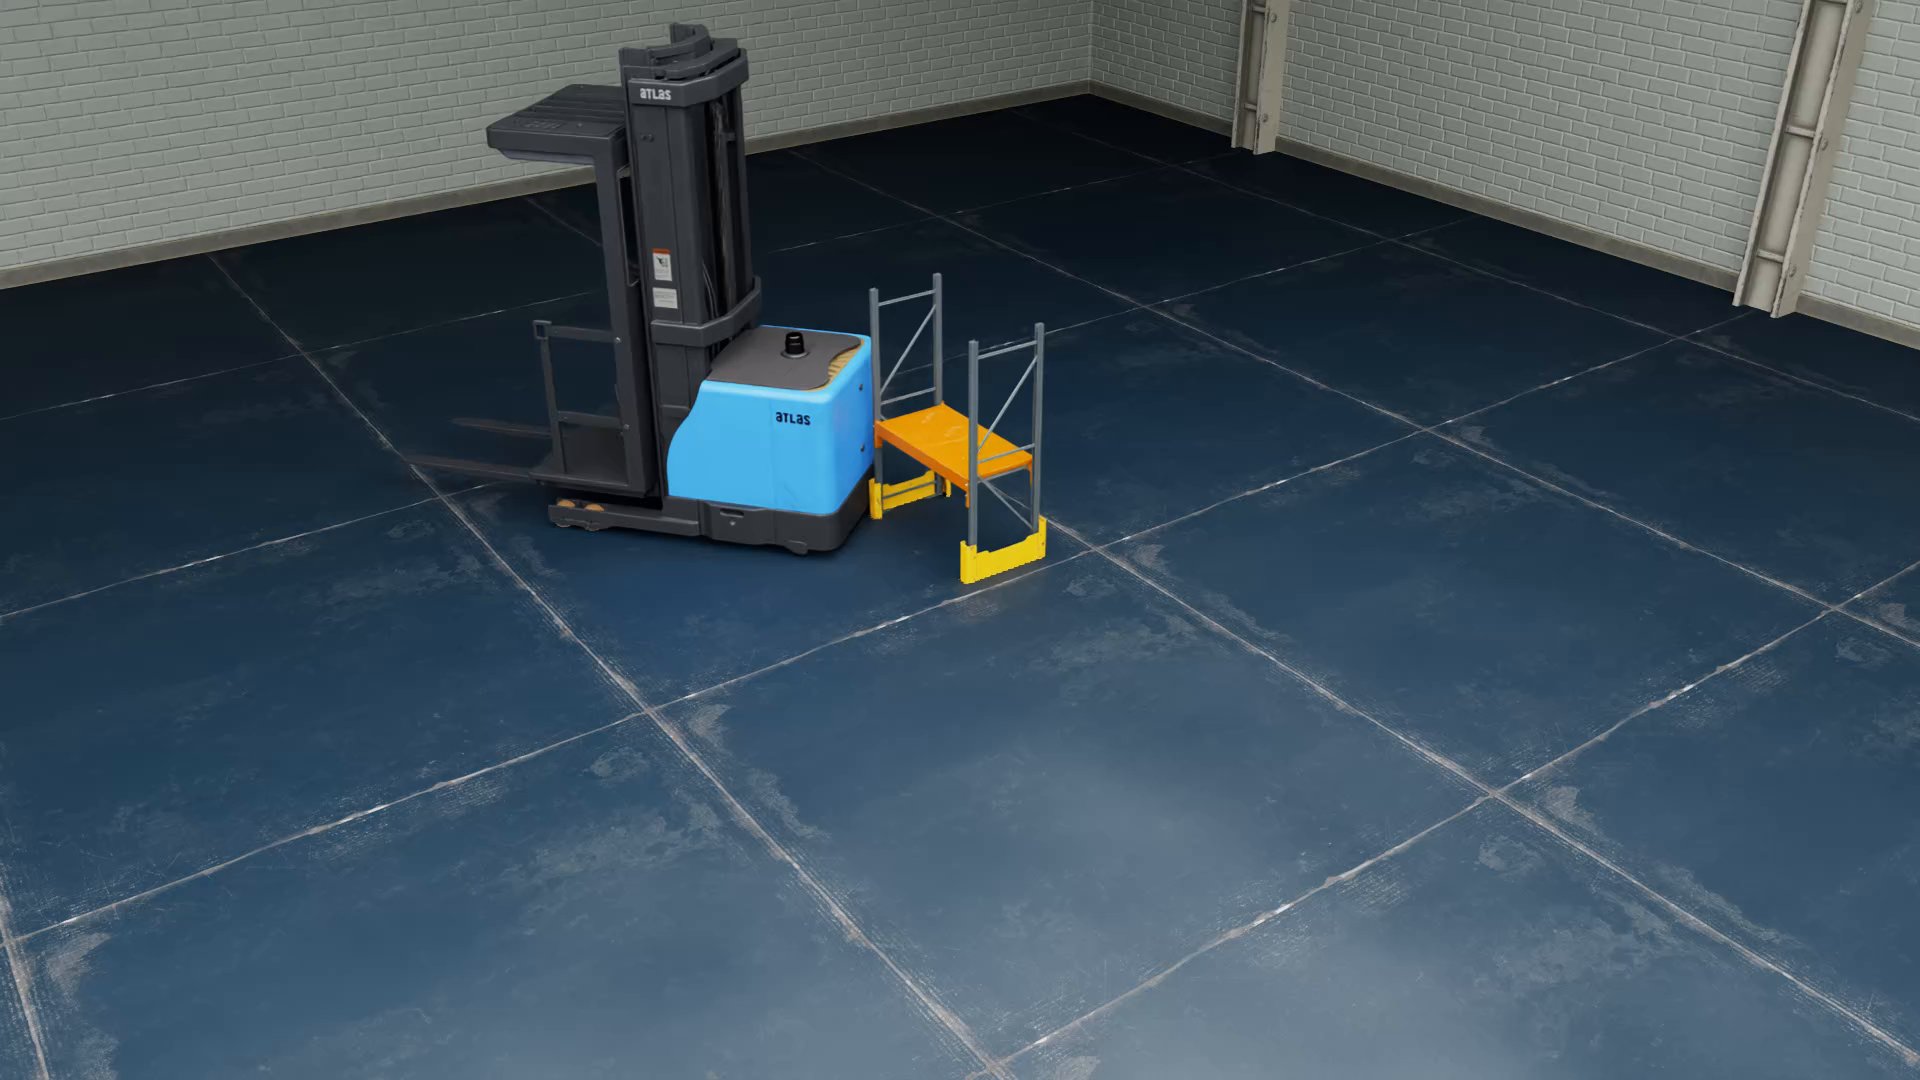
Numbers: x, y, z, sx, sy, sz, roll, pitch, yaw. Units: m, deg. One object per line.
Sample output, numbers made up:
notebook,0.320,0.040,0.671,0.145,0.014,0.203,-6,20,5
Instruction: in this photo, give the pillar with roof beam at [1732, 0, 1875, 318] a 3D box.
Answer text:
pillar with roof beam,3.170,-4.694,9.463,9.100,9.000,0.400,-19,34,-31

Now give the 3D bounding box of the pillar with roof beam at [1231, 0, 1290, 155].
pillar with roof beam,-0.311,-7.026,13.758,9.100,9.000,0.400,-19,34,-31

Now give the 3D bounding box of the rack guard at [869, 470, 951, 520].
rack guard,-0.313,-0.331,10.598,0.587,0.250,0.087,-19,34,-30

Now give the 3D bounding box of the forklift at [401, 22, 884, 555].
forklift,-2.069,-1.577,10.083,3.031,2.935,1.130,7,29,13

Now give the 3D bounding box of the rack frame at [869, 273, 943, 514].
rack frame,-0.325,-0.888,10.313,0.500,1.500,0.032,-19,34,-30

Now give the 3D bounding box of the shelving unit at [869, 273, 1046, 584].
shelving unit,-0.027,-0.686,9.941,0.587,1.500,1.083,-19,34,-30

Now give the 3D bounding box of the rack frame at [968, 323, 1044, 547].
rack frame,0.261,-0.491,9.583,0.500,1.500,0.032,-19,34,-30

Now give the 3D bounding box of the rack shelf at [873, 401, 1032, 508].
rack shelf,-0.032,-0.531,10.034,0.538,0.185,1.000,-19,34,-30

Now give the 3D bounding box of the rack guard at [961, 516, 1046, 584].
rack guard,0.260,0.058,9.882,0.587,0.250,0.087,-19,34,-30
